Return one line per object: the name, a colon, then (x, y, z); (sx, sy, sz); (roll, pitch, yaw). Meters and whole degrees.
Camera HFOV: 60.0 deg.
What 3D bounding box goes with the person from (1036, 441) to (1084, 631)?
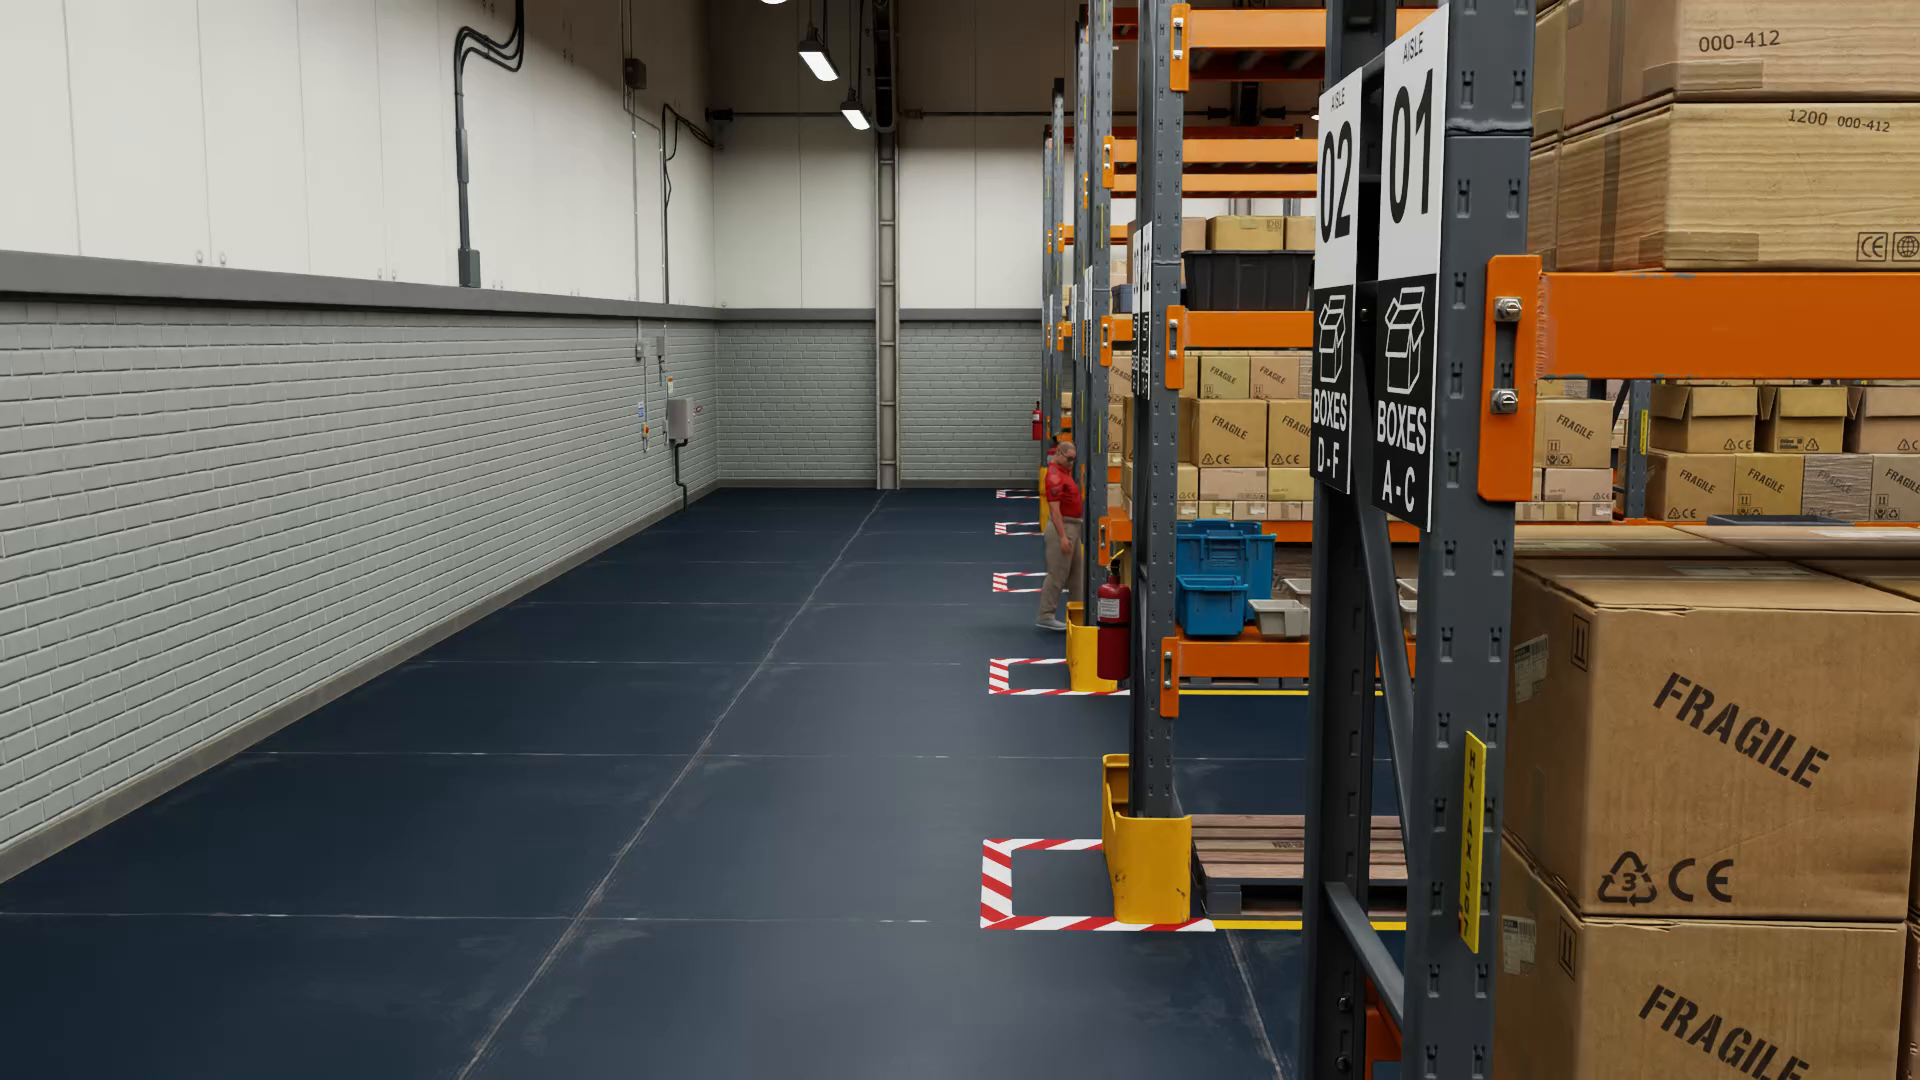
person: (1.037, -0.041, 15.049); (0.679, 1.709, 0.581); (1, 7, 8)
